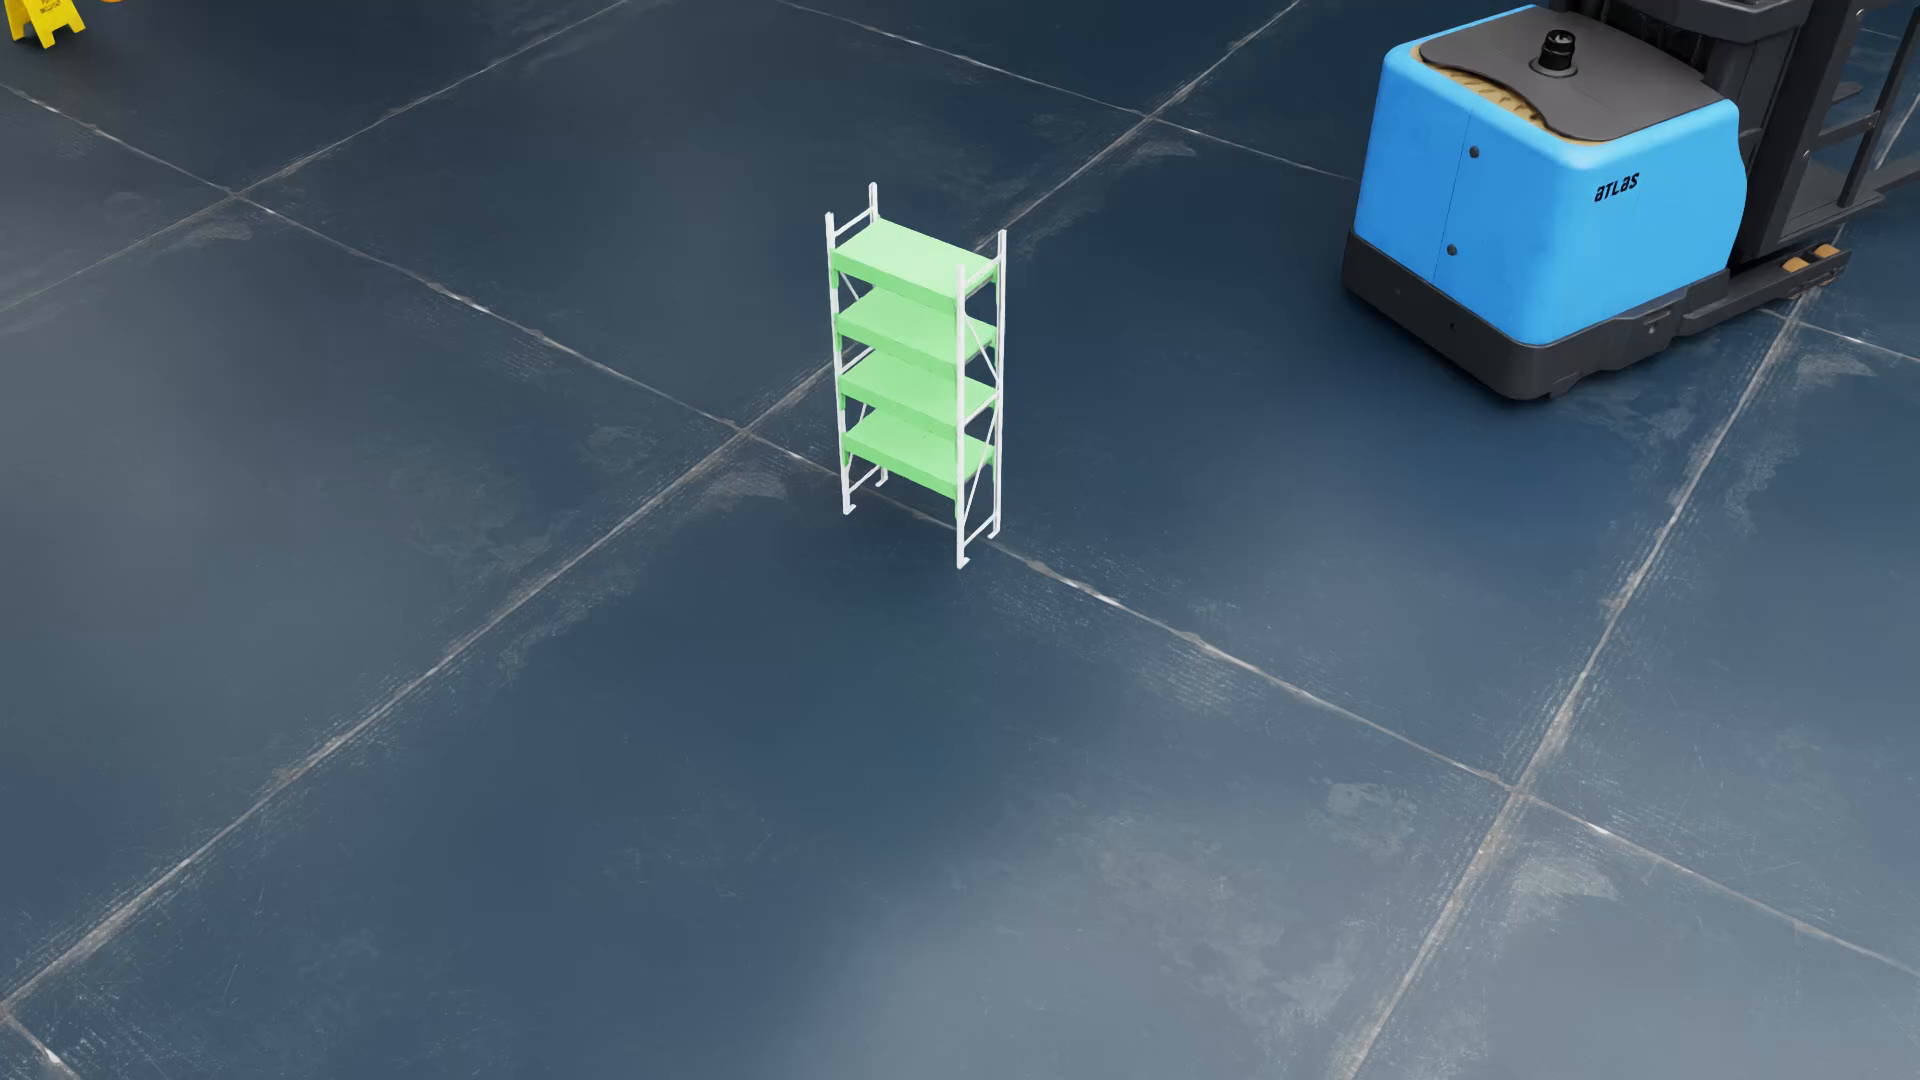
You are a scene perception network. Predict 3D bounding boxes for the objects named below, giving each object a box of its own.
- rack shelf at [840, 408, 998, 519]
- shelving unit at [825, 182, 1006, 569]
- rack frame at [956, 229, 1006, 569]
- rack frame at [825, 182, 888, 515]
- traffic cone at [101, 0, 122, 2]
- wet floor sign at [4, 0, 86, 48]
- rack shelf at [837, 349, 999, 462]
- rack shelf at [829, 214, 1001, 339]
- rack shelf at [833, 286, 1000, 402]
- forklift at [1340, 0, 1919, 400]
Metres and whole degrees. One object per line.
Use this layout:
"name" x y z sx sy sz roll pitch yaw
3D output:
"rack shelf" -0.136 -0.284 5.623 0.480 0.148 0.258 25 48 25
"shelving unit" -0.136 -0.511 5.421 0.503 1.200 0.258 25 48 25
"rack frame" 0.064 -0.417 5.316 0.015 1.200 0.240 25 48 25
"rack frame" -0.335 -0.604 5.525 0.015 1.200 0.240 25 48 25
"traffic cone" -4.621 -3.216 8.997 0.334 0.463 0.336 25 48 25
"wet floor sign" -4.768 -2.889 8.495 0.232 0.644 0.267 17 45 18
"rack shelf" -0.136 -0.463 5.463 0.480 0.148 0.258 25 48 25
"rack shelf" -0.136 -0.821 5.143 0.480 0.148 0.258 25 48 25
"rack shelf" -0.136 -0.642 5.303 0.480 0.148 0.258 25 48 25
"forklift" 3.090 -2.364 6.194 3.031 2.935 1.130 -22 46 -23
